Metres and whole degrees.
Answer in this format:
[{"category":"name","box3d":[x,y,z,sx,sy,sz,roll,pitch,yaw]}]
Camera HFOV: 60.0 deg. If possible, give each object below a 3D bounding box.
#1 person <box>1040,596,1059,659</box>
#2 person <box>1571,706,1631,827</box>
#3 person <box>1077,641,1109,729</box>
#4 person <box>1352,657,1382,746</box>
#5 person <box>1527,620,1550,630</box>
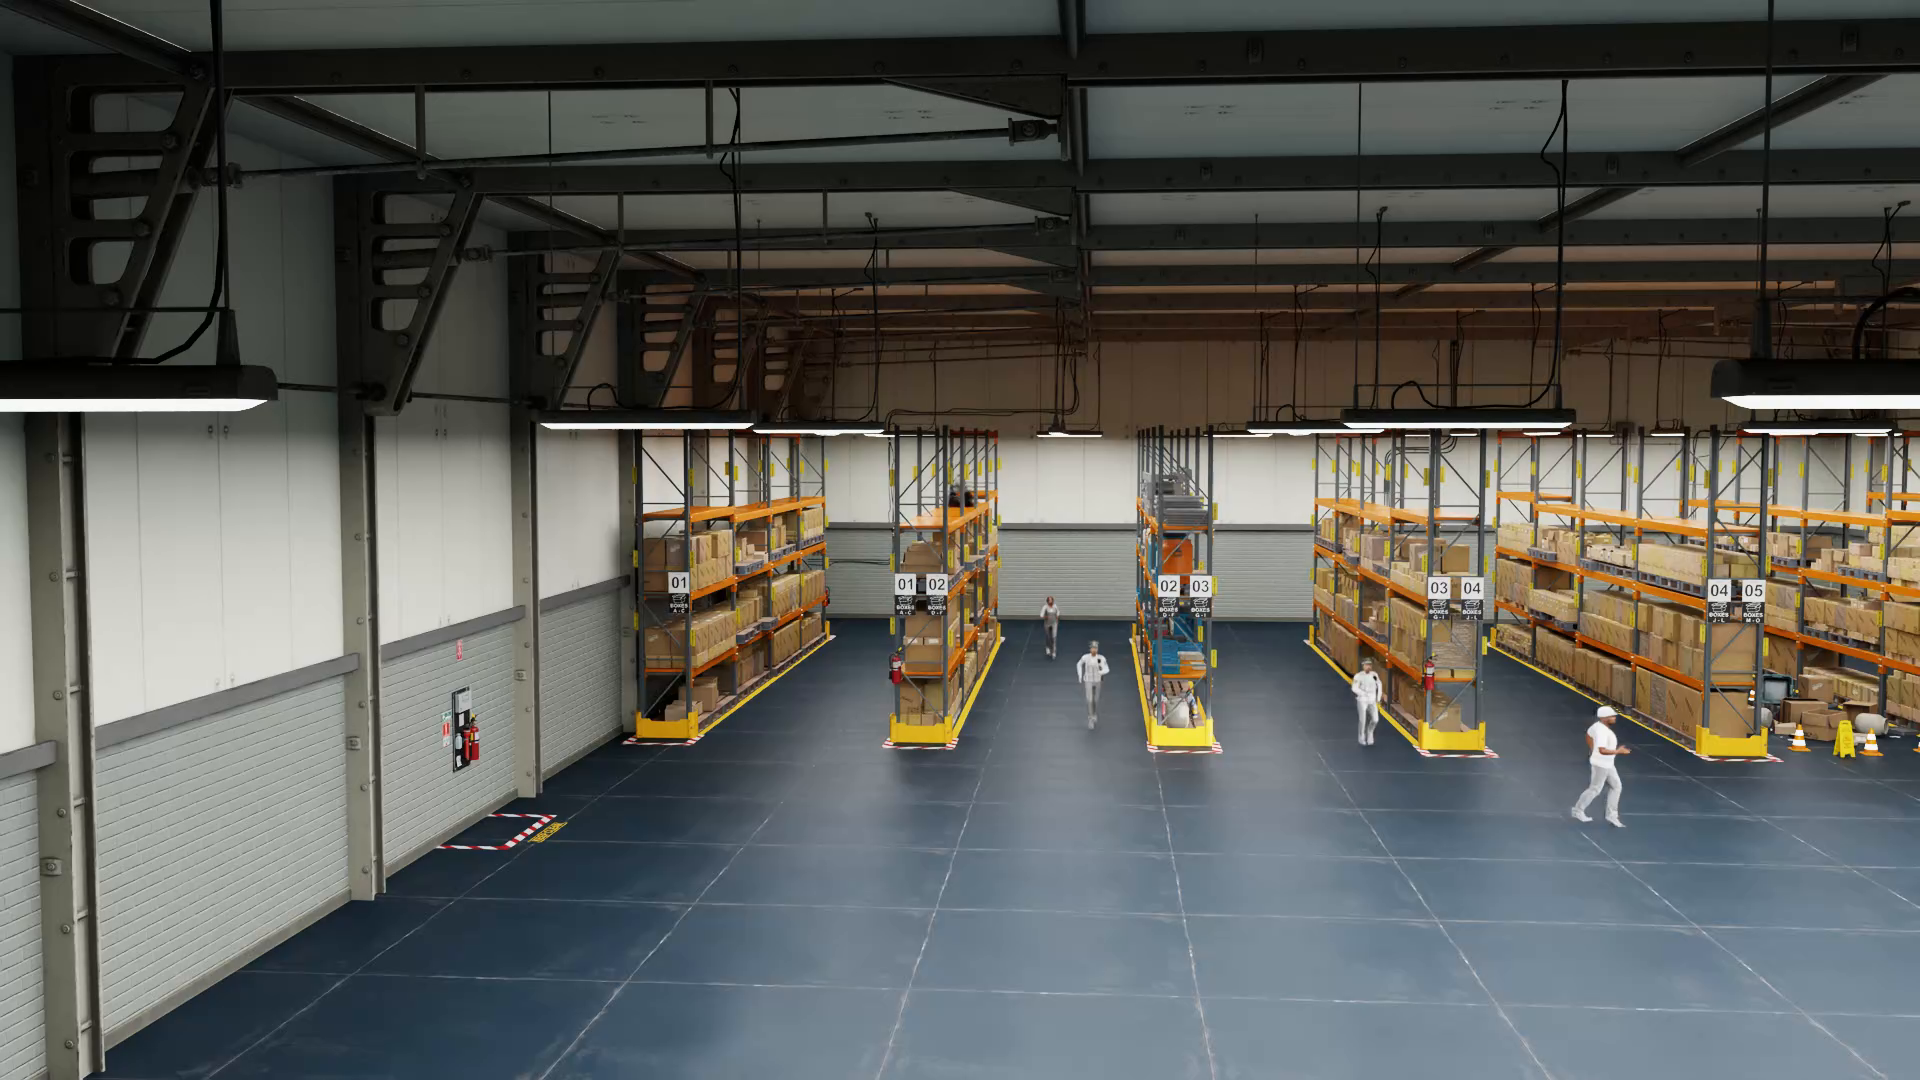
[{"category":"person","box3d":[2.374,2.280,43.756,0.516,1.618,0.824,0,3,-3]},{"category":"person","box3d":[9.515,3.369,24.637,0.821,1.828,0.643,2,4,29]},{"category":"person","box3d":[2.670,2.859,33.235,0.614,1.707,0.835,0,3,-2]},{"category":"person","box3d":[7.624,3.017,31.028,0.635,1.673,0.621,0,3,-6]},{"category":"person","box3d":[16.314,2.017,47.236,0.772,1.716,0.969,-2,4,-28]}]
